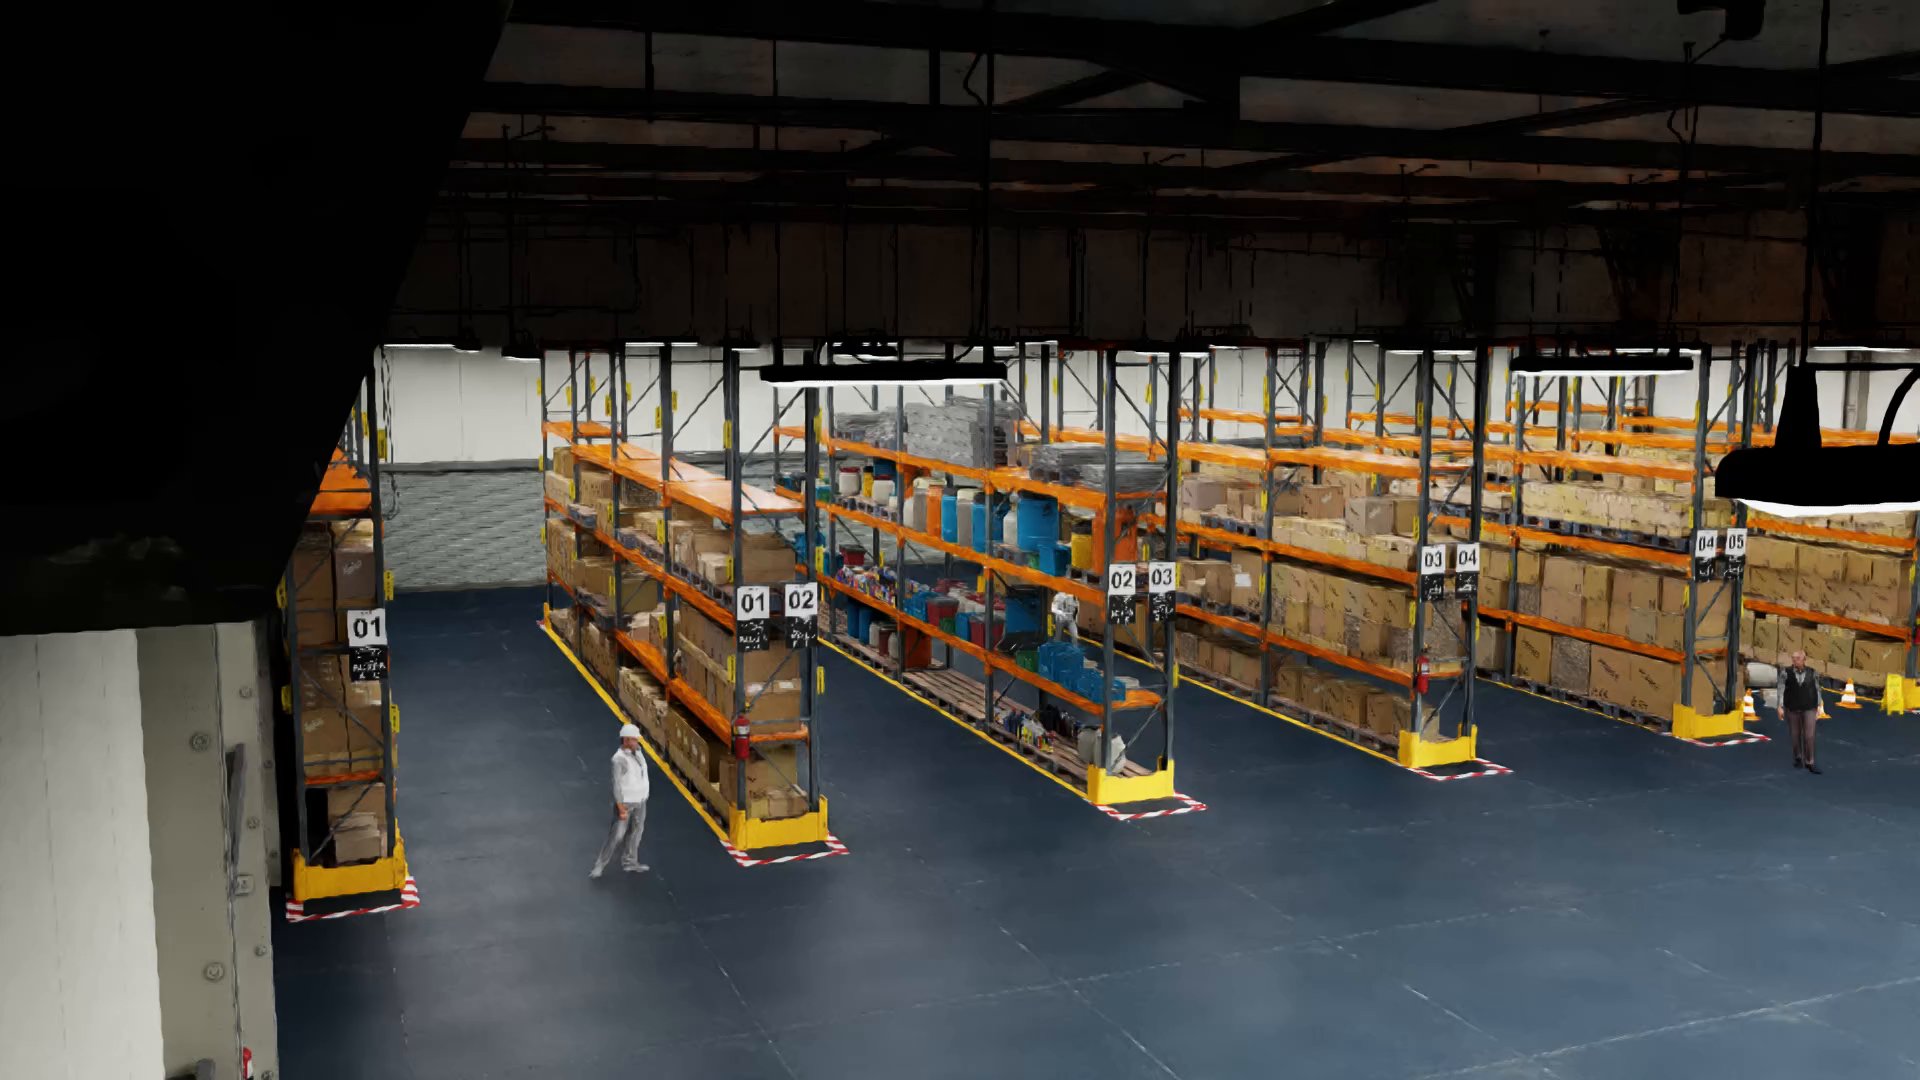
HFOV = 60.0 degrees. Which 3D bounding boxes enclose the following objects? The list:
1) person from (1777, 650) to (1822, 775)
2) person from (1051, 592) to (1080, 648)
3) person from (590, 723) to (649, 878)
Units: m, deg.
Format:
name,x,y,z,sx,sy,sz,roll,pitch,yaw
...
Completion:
name,x,y,z,sx,sy,sz,roll,pitch,yaw
person,11.970,2.414,23.670,0.638,1.732,0.501,5,9,31
person,1.979,1.494,31.092,0.636,1.616,0.814,-2,8,-16
person,-3.907,2.992,19.076,0.512,1.759,0.728,3,8,25
